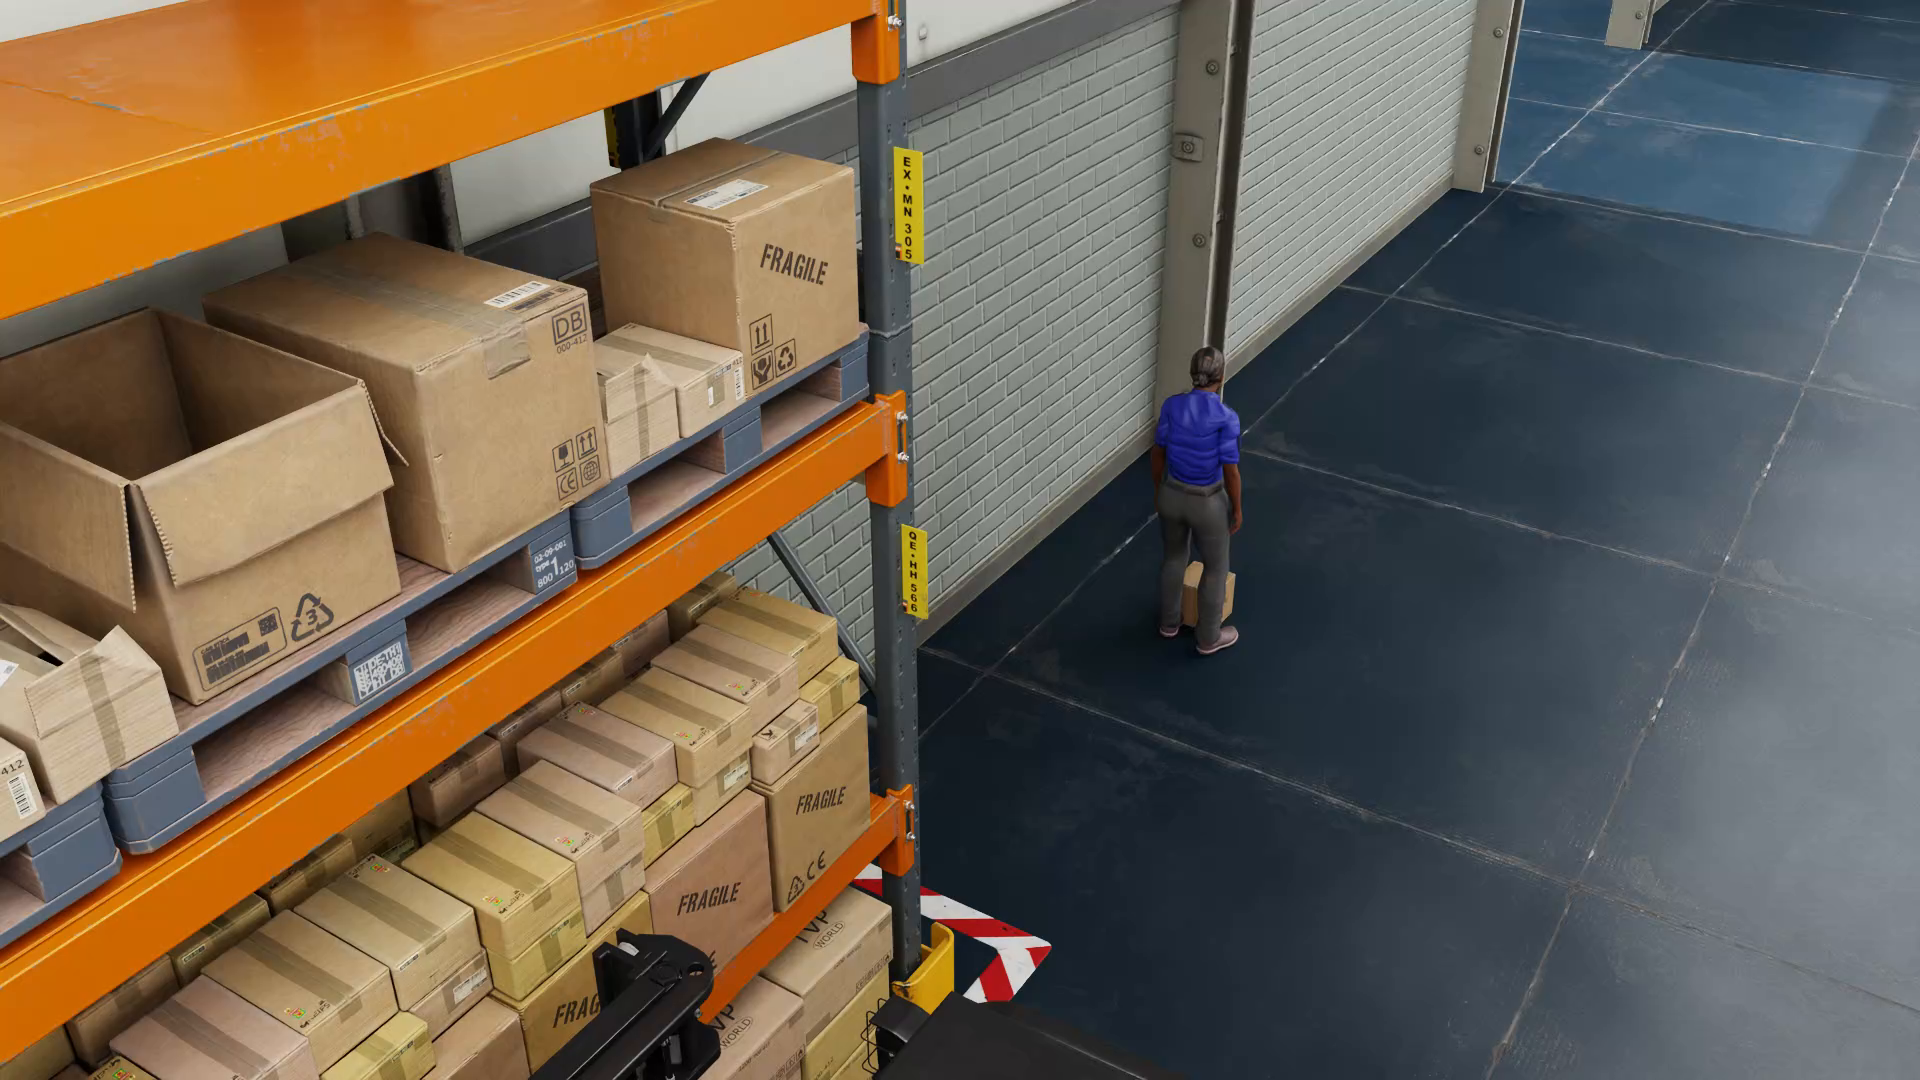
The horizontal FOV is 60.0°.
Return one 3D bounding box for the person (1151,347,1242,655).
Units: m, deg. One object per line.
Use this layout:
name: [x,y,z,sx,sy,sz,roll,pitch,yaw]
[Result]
person: [1.214,-0.201,8.475,0.504,1.654,0.394,18,35,27]
